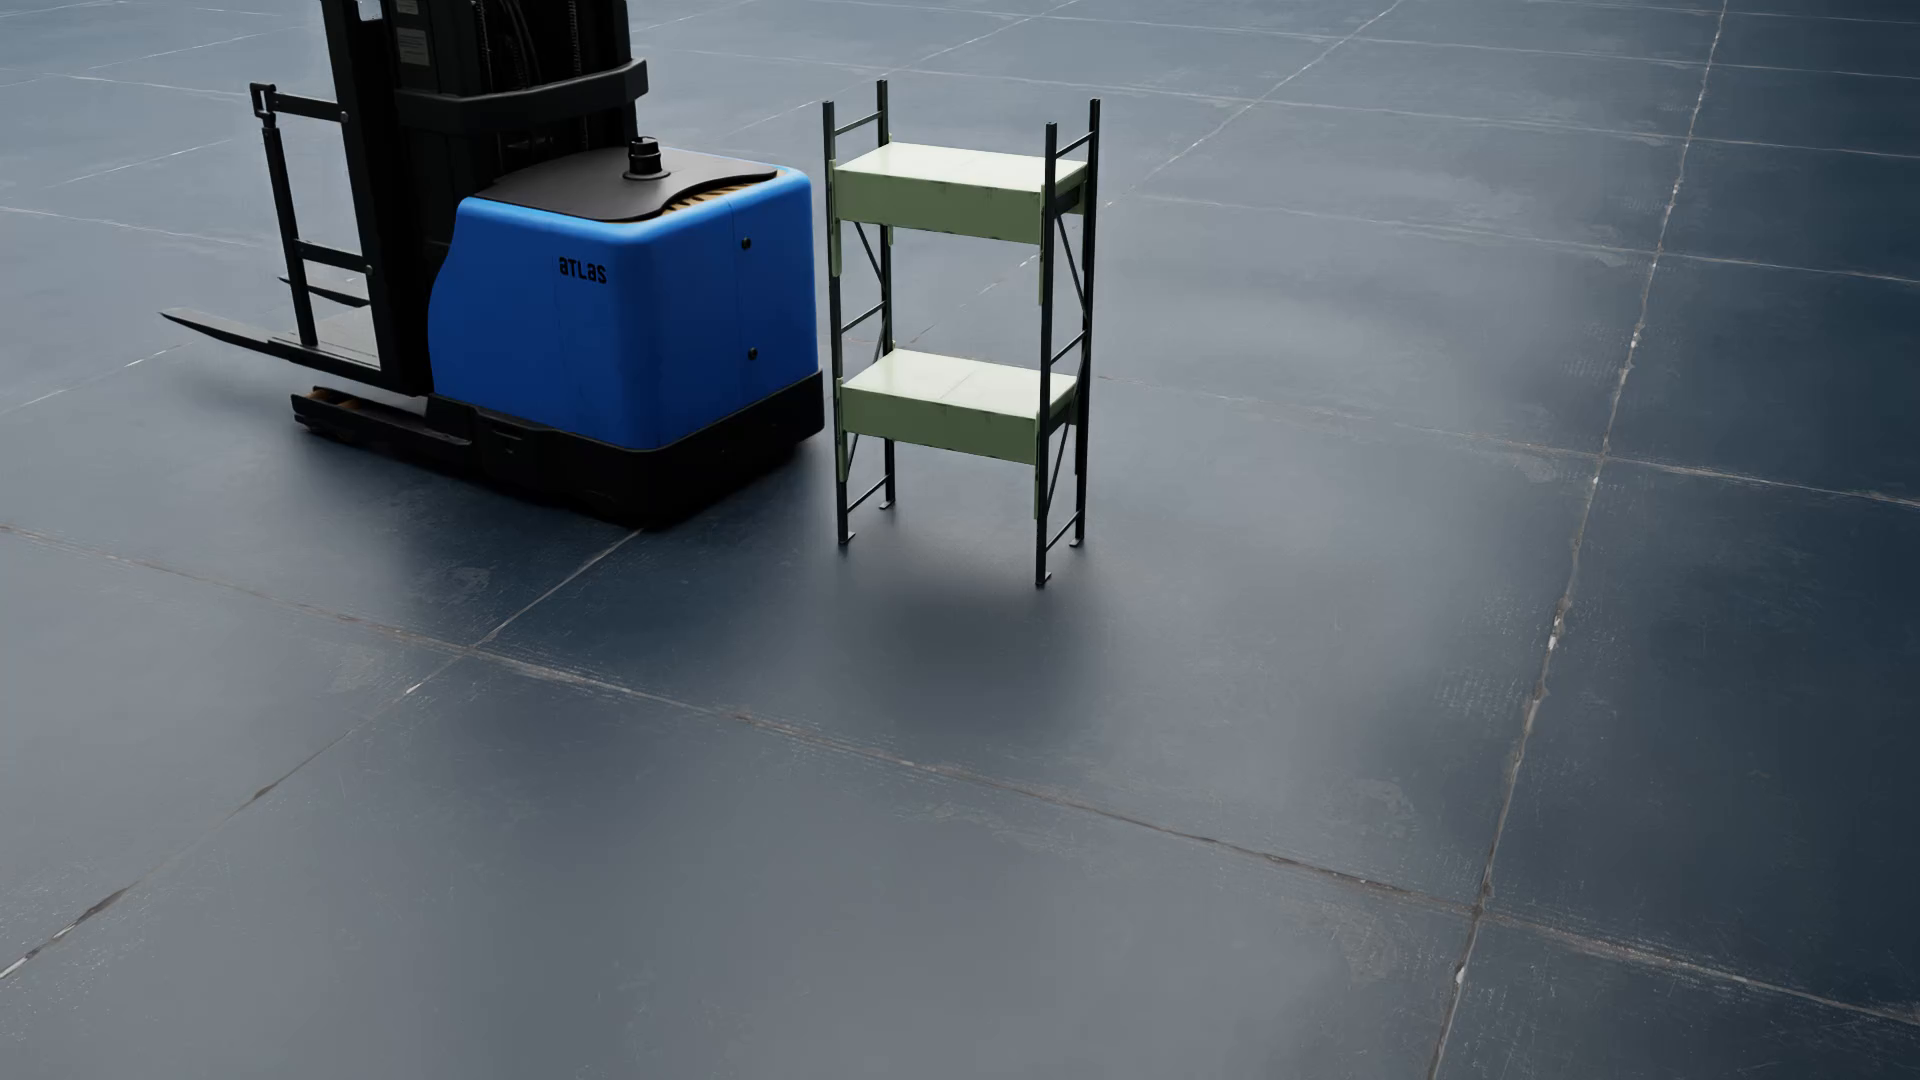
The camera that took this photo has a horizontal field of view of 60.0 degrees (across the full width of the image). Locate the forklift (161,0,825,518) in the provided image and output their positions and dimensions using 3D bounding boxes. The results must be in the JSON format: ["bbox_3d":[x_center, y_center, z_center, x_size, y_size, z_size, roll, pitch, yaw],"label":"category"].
[{"bbox_3d":[-2.045,-1.875,6.240,3.031,2.935,1.130,16,30,29],"label":"forklift"}]

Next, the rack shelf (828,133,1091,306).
[{"bbox_3d":[0.006,-1.022,5.244,0.720,0.370,0.431,11,28,22],"label":"rack shelf"}]

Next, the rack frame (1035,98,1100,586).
[{"bbox_3d":[0.339,-0.605,5.280,0.023,1.500,0.400,11,28,22],"label":"rack frame"}]

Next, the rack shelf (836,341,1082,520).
[{"bbox_3d":[0.006,-0.379,5.560,0.720,0.370,0.431,11,28,22],"label":"rack shelf"}]

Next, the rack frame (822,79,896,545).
[{"bbox_3d":[-0.327,-0.739,5.552,0.023,1.500,0.400,11,28,22],"label":"rack frame"}]

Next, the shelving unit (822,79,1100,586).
[{"bbox_3d":[0.006,-0.672,5.416,0.755,1.500,0.431,11,28,22],"label":"shelving unit"}]
